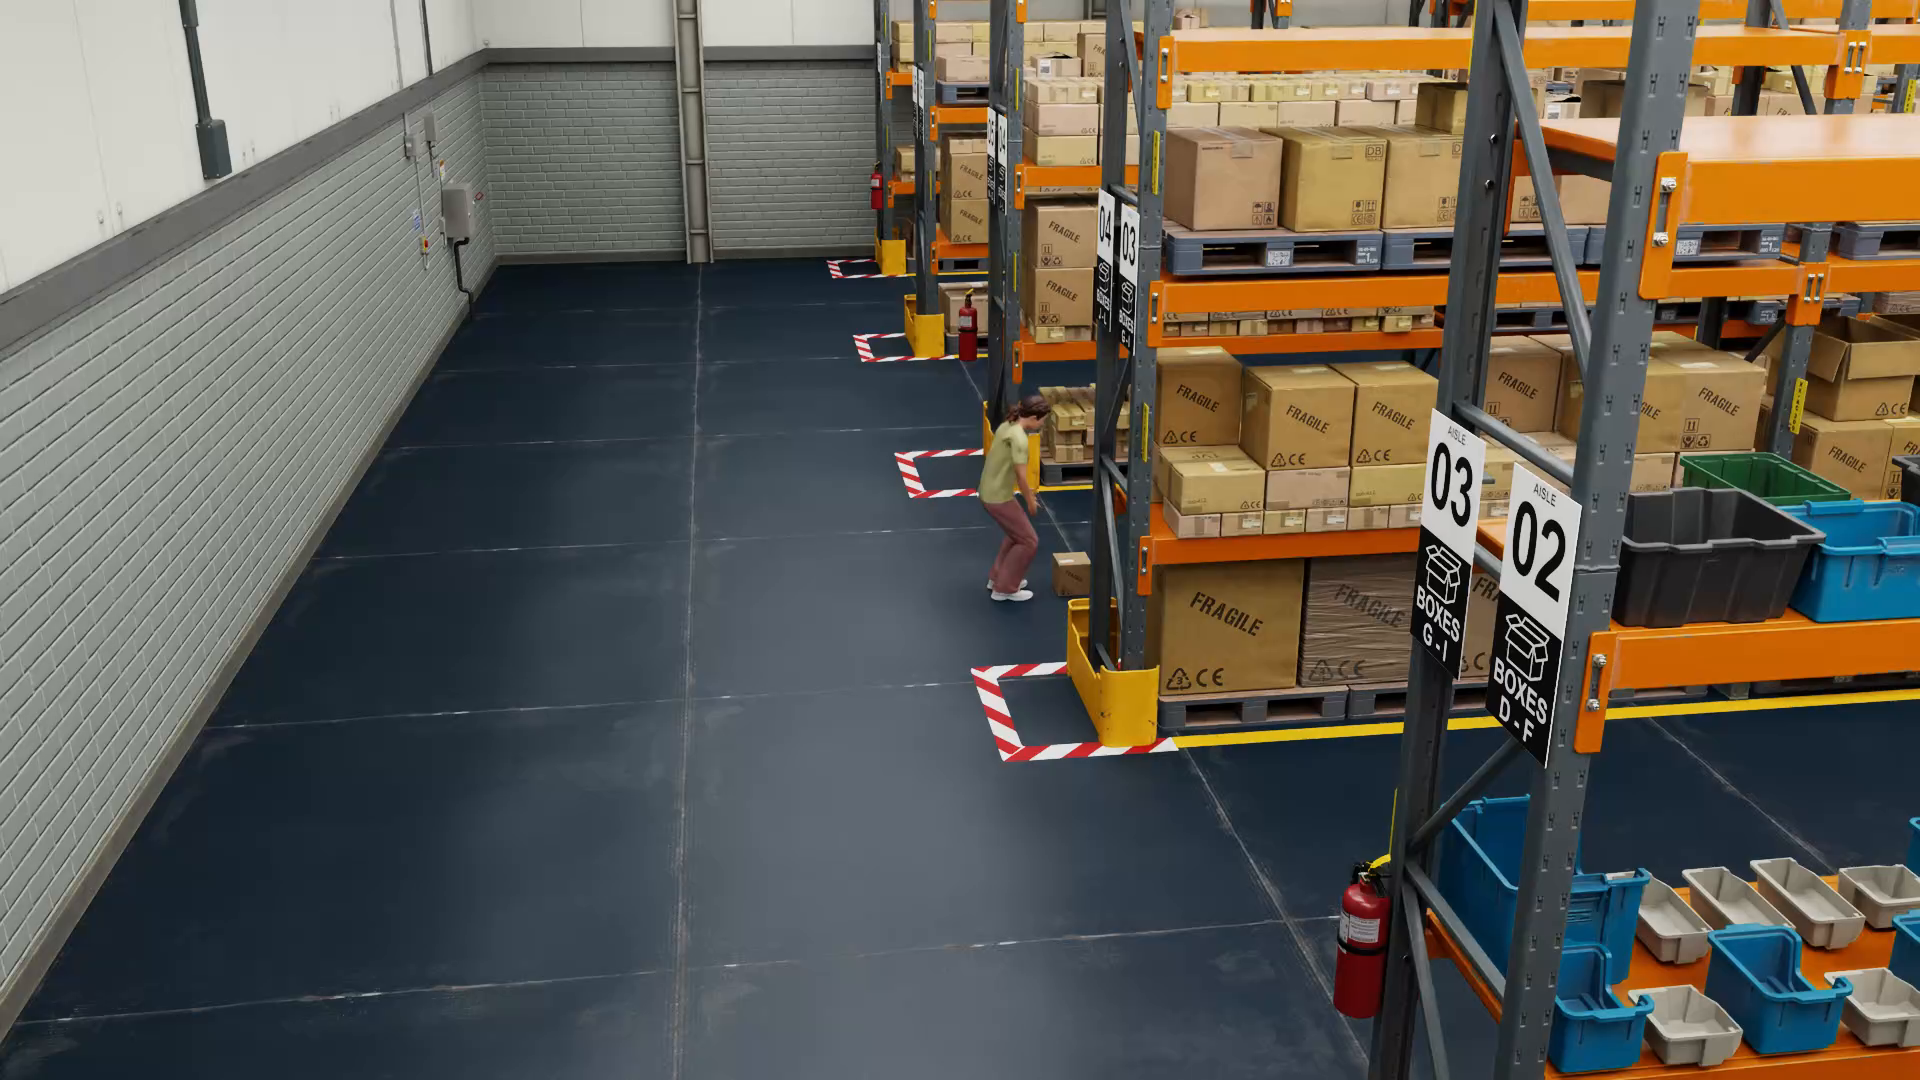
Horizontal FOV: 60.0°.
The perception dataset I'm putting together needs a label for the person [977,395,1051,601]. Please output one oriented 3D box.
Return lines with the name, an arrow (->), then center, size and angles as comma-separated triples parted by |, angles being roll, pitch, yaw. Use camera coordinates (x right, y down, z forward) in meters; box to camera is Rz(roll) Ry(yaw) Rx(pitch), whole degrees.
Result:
person -> 0.393, -0.323, 12.204 | 0.533, 1.515, 0.498 | -3, 20, -7
